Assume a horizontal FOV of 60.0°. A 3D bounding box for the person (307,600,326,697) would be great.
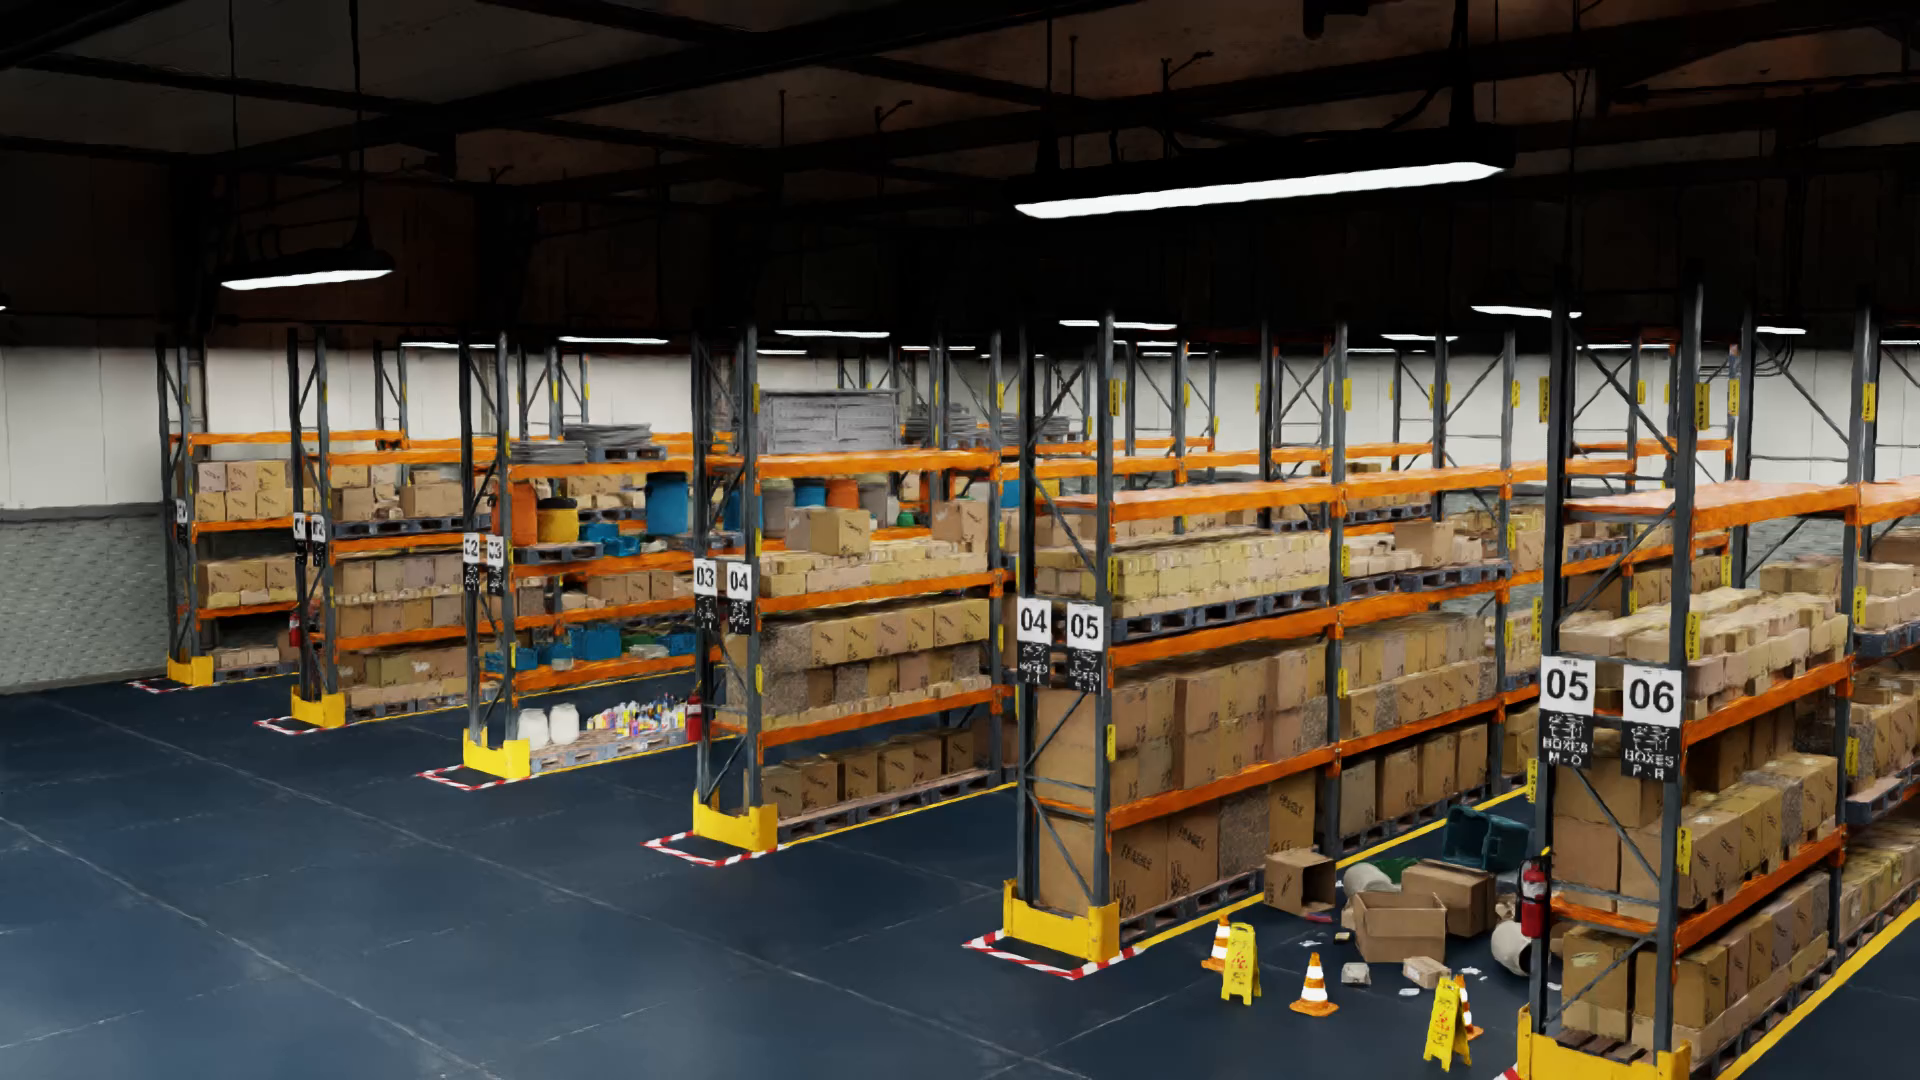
[{"bbox_3d":[-10.444,1.792,27.140,0.677,1.674,0.534,5,7,41],"label":"person"}]
